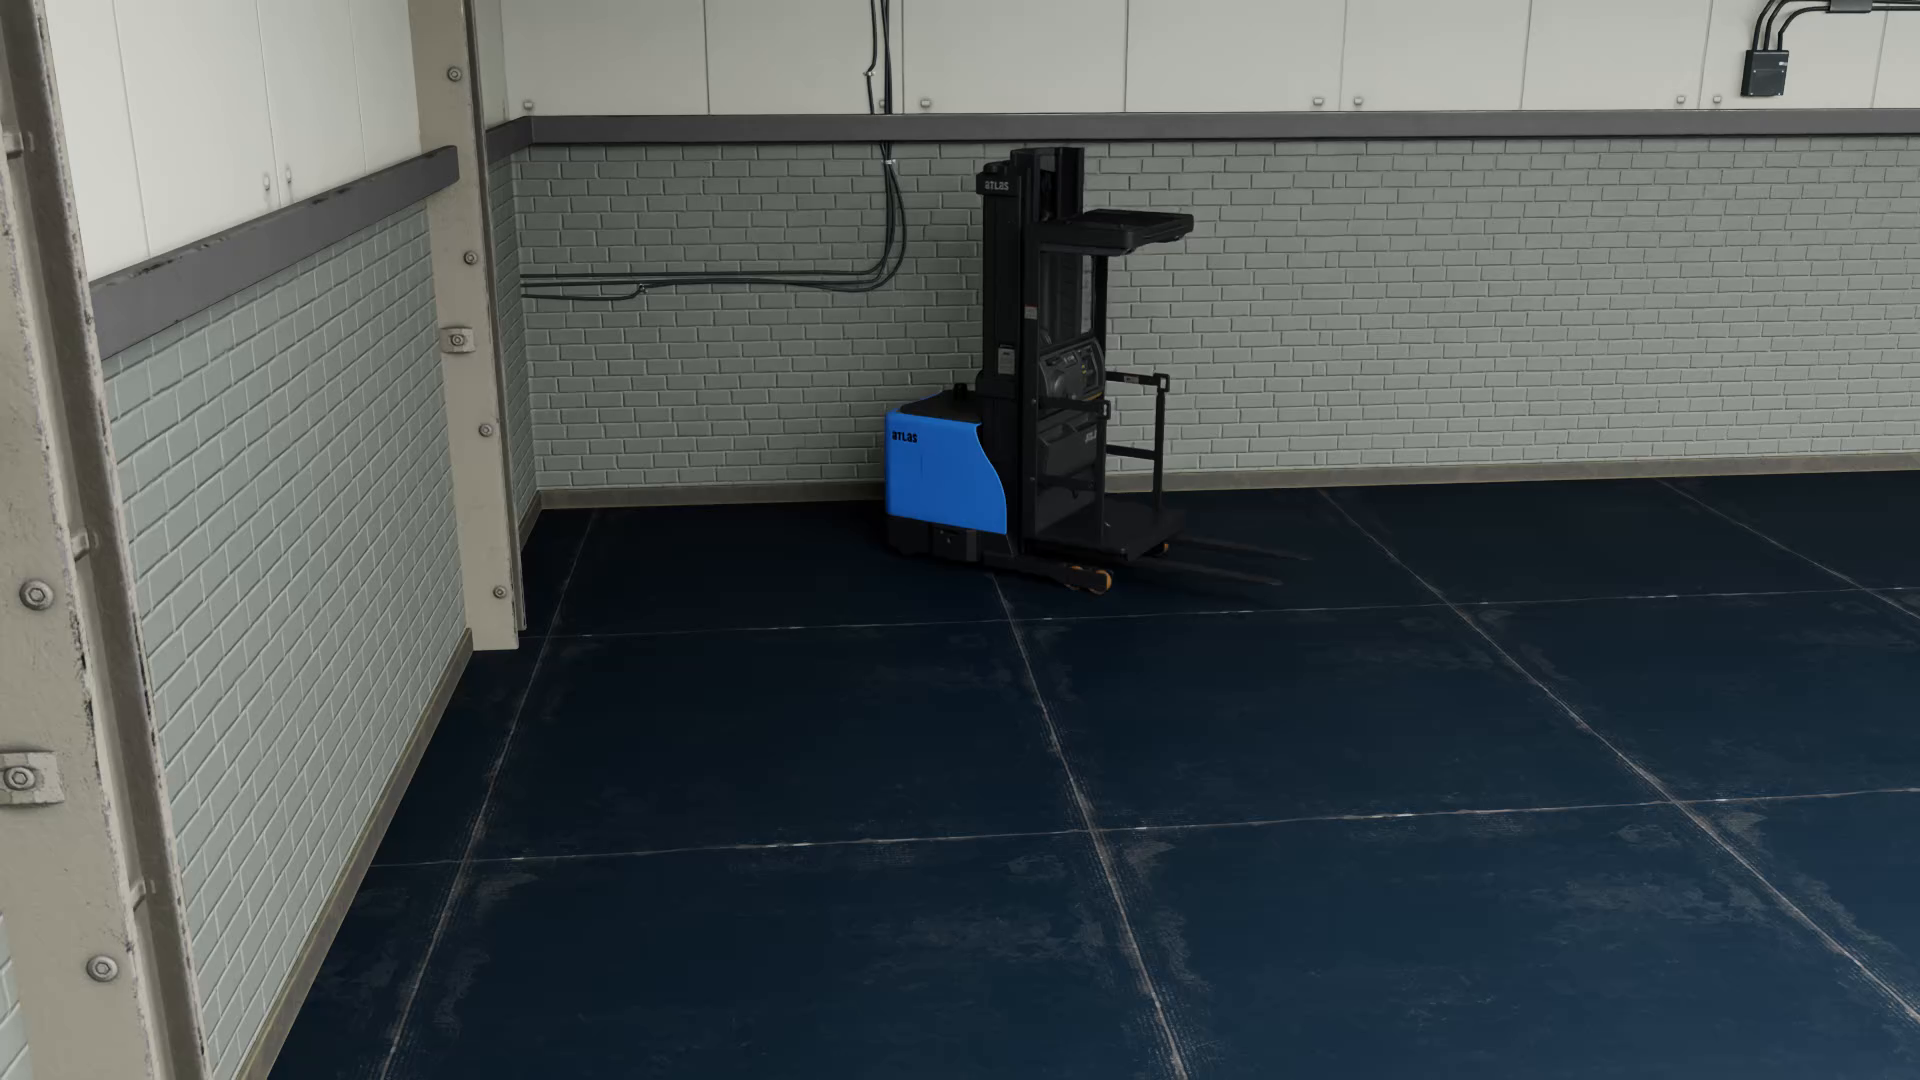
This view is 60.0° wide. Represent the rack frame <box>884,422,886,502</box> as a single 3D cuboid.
[{"bbox_3d":[-0.452,-0.481,12.706,0.240,0.900,0.006,0,17,-1],"label":"rack frame"}]

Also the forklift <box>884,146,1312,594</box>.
[{"bbox_3d":[0.970,-1.205,11.622,3.031,2.935,1.130,10,20,29],"label":"forklift"}]

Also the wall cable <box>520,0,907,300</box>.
[{"bbox_3d":[-1.954,-3.098,12.706,3.097,2.526,0.112,-2,18,-6],"label":"wall cable"}]

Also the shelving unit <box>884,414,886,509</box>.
[{"bbox_3d":[-0.454,-0.511,12.802,0.258,0.900,0.210,0,17,-1],"label":"shelving unit"}]

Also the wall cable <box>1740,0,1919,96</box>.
[{"bbox_3d":[7.491,-6.491,12.651,2.305,6.003,0.169,-2,18,-6],"label":"wall cable"}]

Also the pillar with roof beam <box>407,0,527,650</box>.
[{"bbox_3d":[1.317,-3.794,9.739,9.100,9.000,0.400,-2,18,-6],"label":"pillar with roof beam"}]
